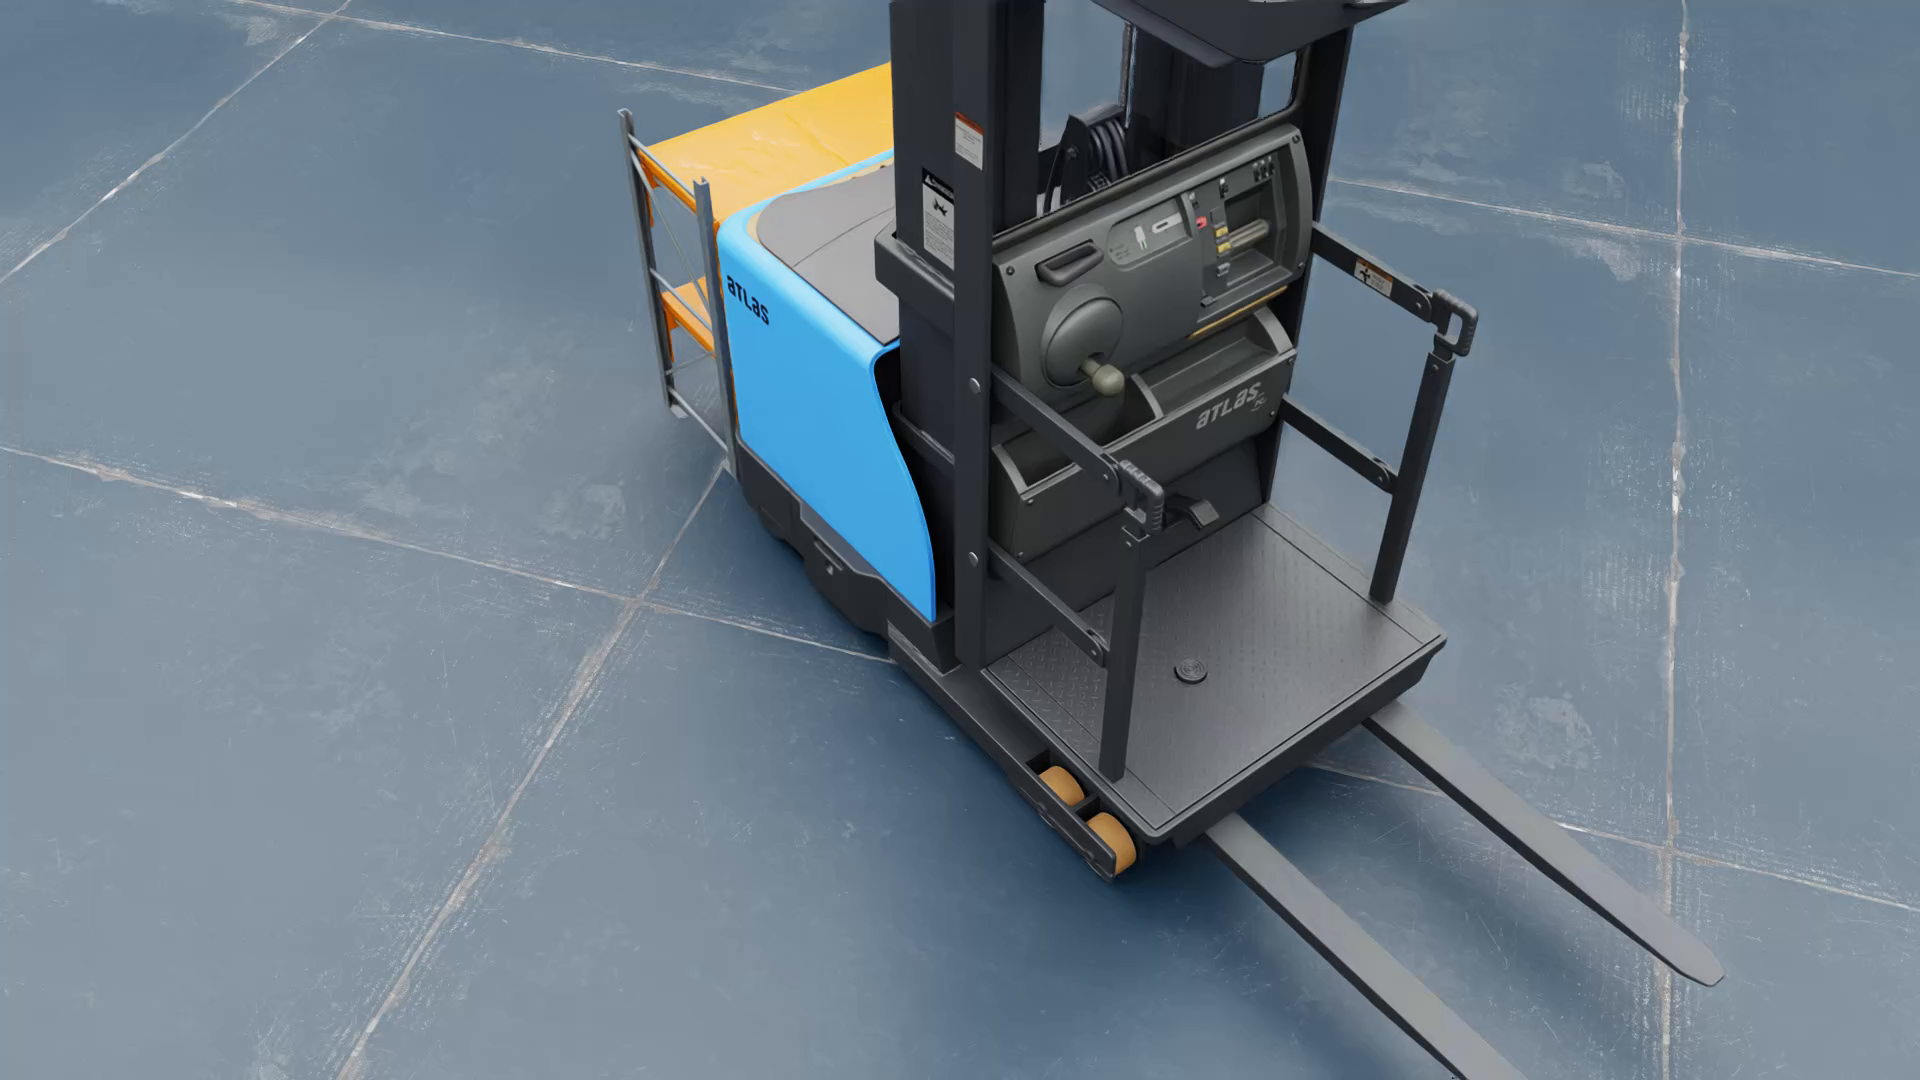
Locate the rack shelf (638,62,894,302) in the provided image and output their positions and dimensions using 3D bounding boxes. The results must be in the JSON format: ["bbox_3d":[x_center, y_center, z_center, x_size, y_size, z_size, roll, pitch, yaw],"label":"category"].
[{"bbox_3d":[-0.450,-1.157,5.209,1.000,0.278,0.538,-27,50,-25],"label":"rack shelf"}]

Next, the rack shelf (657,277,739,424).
[{"bbox_3d":[-0.450,-0.773,5.585,1.000,0.278,0.538,-27,50,-25],"label":"rack shelf"}]

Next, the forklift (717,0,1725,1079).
[{"bbox_3d":[0.603,-0.566,3.733,1.130,2.935,3.031,-28,51,-26],"label":"forklift"}]

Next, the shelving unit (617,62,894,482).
[{"bbox_3d":[-0.450,-0.947,5.414,1.048,1.125,0.538,-27,50,-25],"label":"shelving unit"}]

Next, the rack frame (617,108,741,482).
[{"bbox_3d":[-0.862,-0.739,5.201,0.032,1.125,0.500,-27,50,-25],"label":"rack frame"}]
